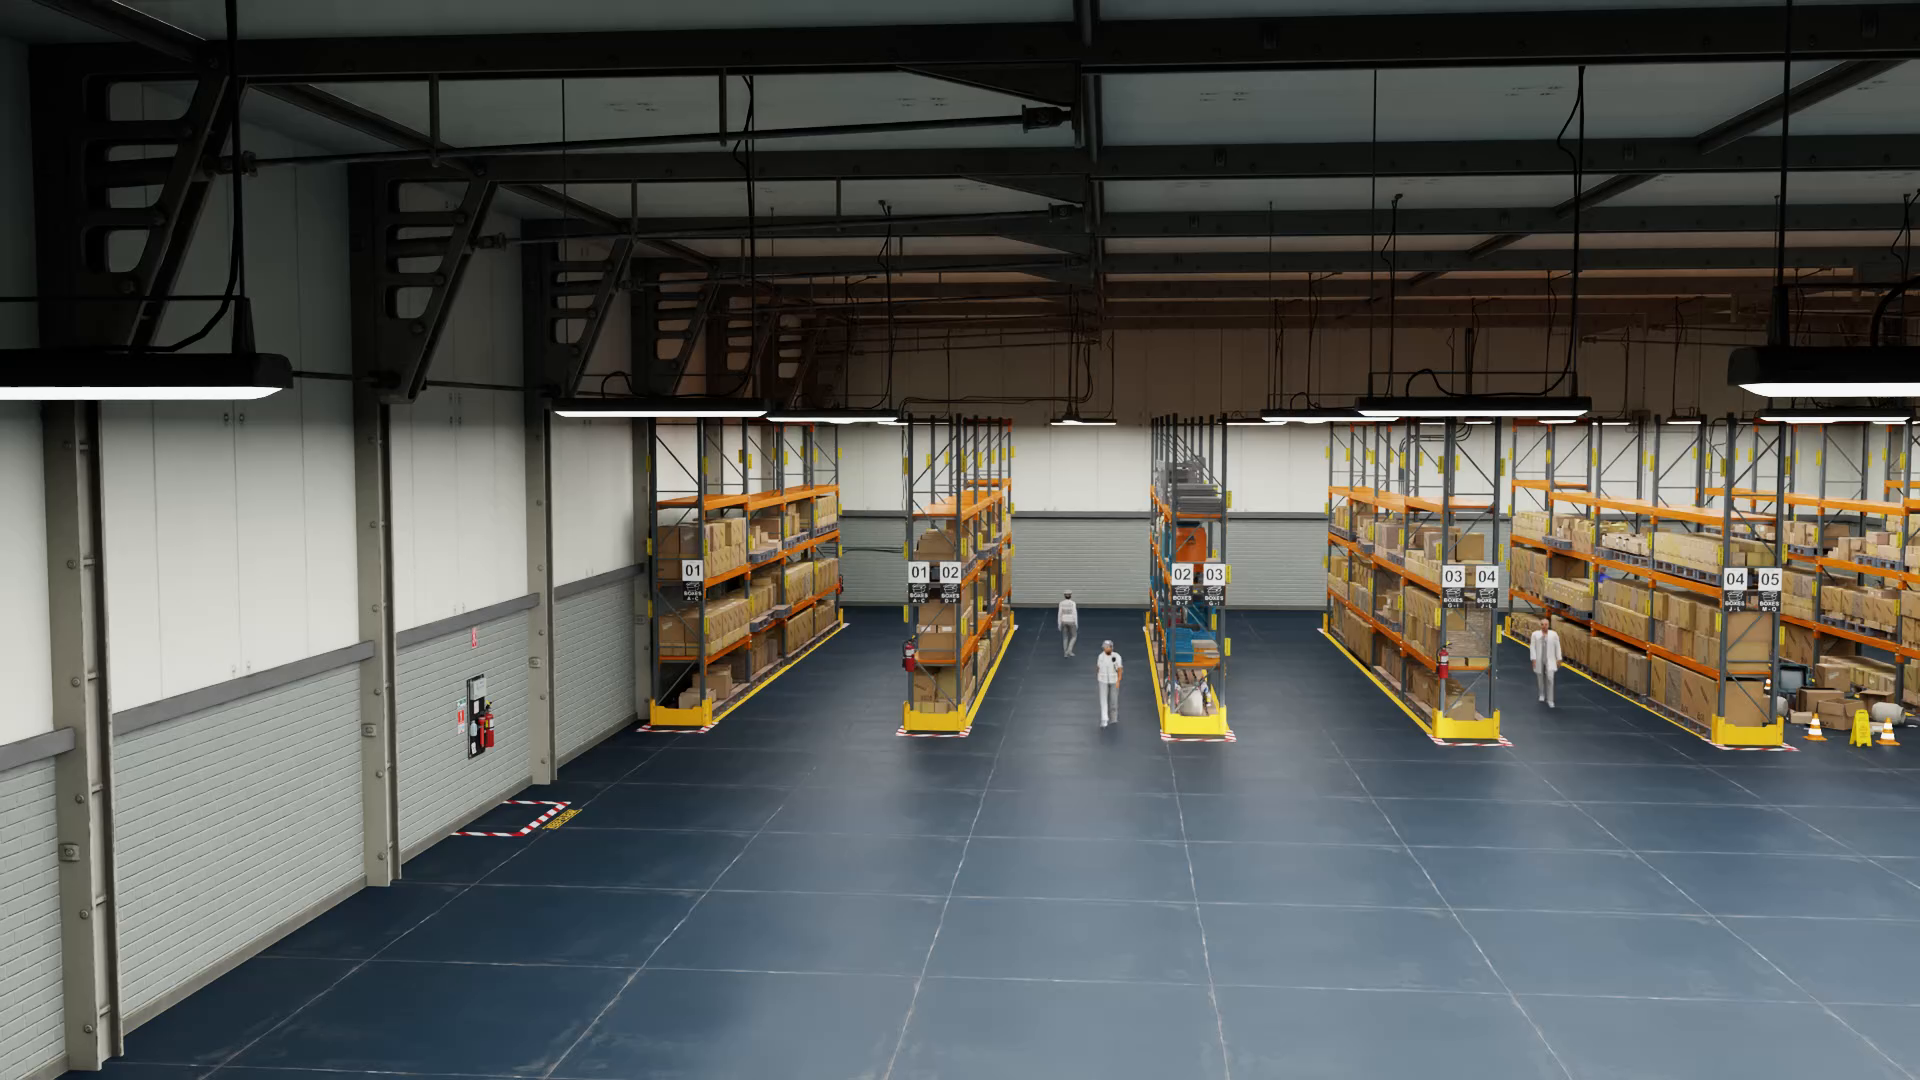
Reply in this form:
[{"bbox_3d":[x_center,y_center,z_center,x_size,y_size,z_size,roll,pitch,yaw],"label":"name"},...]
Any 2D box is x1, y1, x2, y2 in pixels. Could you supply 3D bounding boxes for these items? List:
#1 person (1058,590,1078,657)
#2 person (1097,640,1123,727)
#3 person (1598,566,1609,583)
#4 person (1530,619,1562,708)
[{"bbox_3d":[2.679,2.099,41.510,0.517,1.670,0.482,2,4,23],"label":"person"},{"bbox_3d":[2.870,2.741,31.935,0.501,1.627,0.908,1,4,10],"label":"person"},{"bbox_3d":[19.043,1.579,49.254,0.730,1.622,0.456,-2,4,-27],"label":"person"},{"bbox_3d":[12.136,2.532,34.477,0.626,1.804,0.869,2,4,28],"label":"person"}]
